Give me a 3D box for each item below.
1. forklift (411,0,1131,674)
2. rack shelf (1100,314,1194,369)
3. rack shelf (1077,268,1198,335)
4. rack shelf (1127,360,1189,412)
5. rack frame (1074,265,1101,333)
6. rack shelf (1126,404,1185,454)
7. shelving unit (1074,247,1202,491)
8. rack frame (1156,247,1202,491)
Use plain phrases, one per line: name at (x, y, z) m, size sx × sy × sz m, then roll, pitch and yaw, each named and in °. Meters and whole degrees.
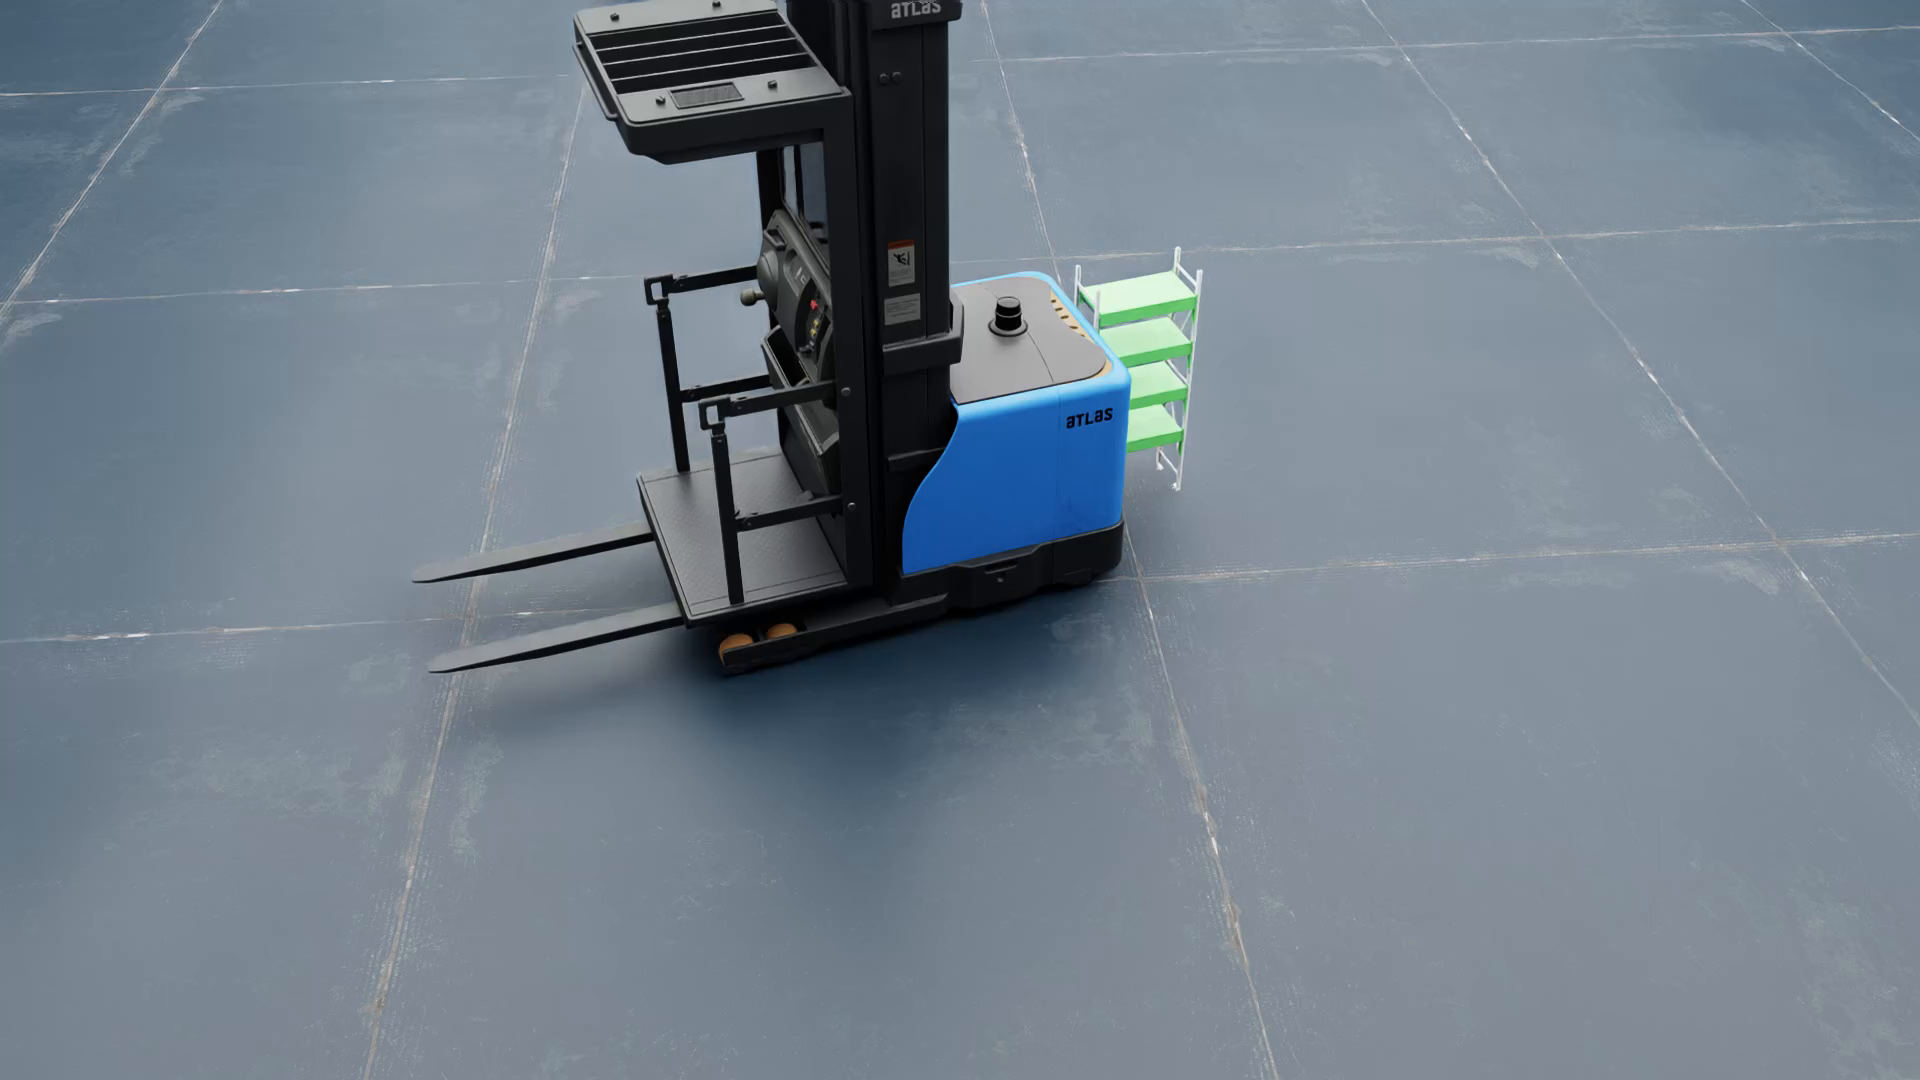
forklift at (-0.842, -0.959, 6.599) m, size 3.031 × 2.935 × 1.130 m, roll -13°, pitch 40°, yaw -16°
rack shelf at (0.789, -0.865, 7.593) m, size 0.480 × 0.148 × 0.258 m, roll -13°, pitch 40°, yaw -16°
rack shelf at (0.789, -1.053, 7.444) m, size 0.480 × 0.148 × 0.258 m, roll -13°, pitch 40°, yaw -16°
rack shelf at (0.789, -0.676, 7.742) m, size 0.480 × 0.148 × 0.258 m, roll -13°, pitch 40°, yaw -16°
rack frame at (0.560, -0.674, 7.636) m, size 0.015 × 1.200 × 0.240 m, roll -13°, pitch 40°, yaw -16°
rack shelf at (0.789, -0.488, 7.890) m, size 0.480 × 0.148 × 0.258 m, roll -13°, pitch 40°, yaw -16°
shelving unit at (0.789, -0.726, 7.702) m, size 0.503 × 1.200 × 0.258 m, roll -13°, pitch 40°, yaw -16°
rack frame at (1.018, -0.779, 7.768) m, size 0.015 × 1.200 × 0.240 m, roll -13°, pitch 40°, yaw -16°
